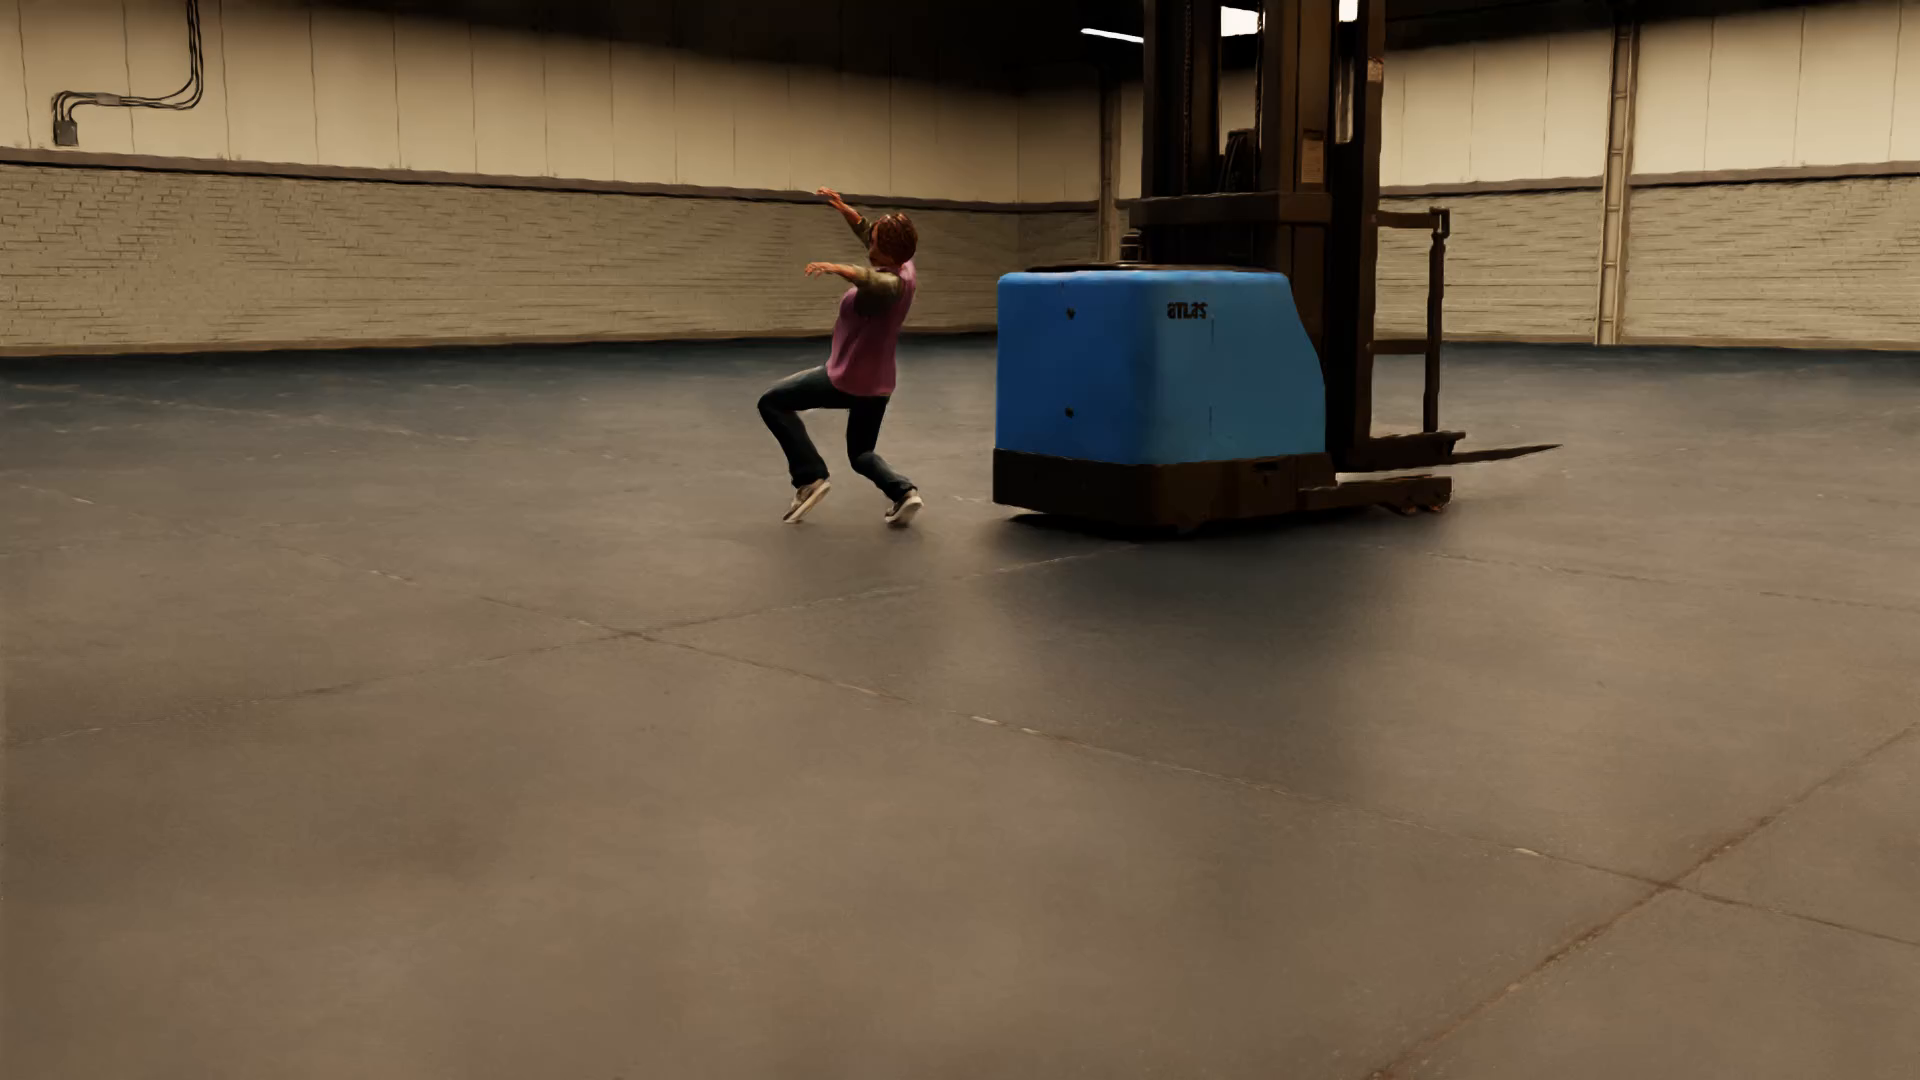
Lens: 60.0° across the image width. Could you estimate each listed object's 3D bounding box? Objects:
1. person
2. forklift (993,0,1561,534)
[{"bbox_3d":[-0.603,-0.742,6.936,0.766,1.445,0.942,5,10,29],"label":"person"},{"bbox_3d":[1.635,-1.622,7.646,3.031,2.935,1.130,-6,11,-36],"label":"forklift"}]
